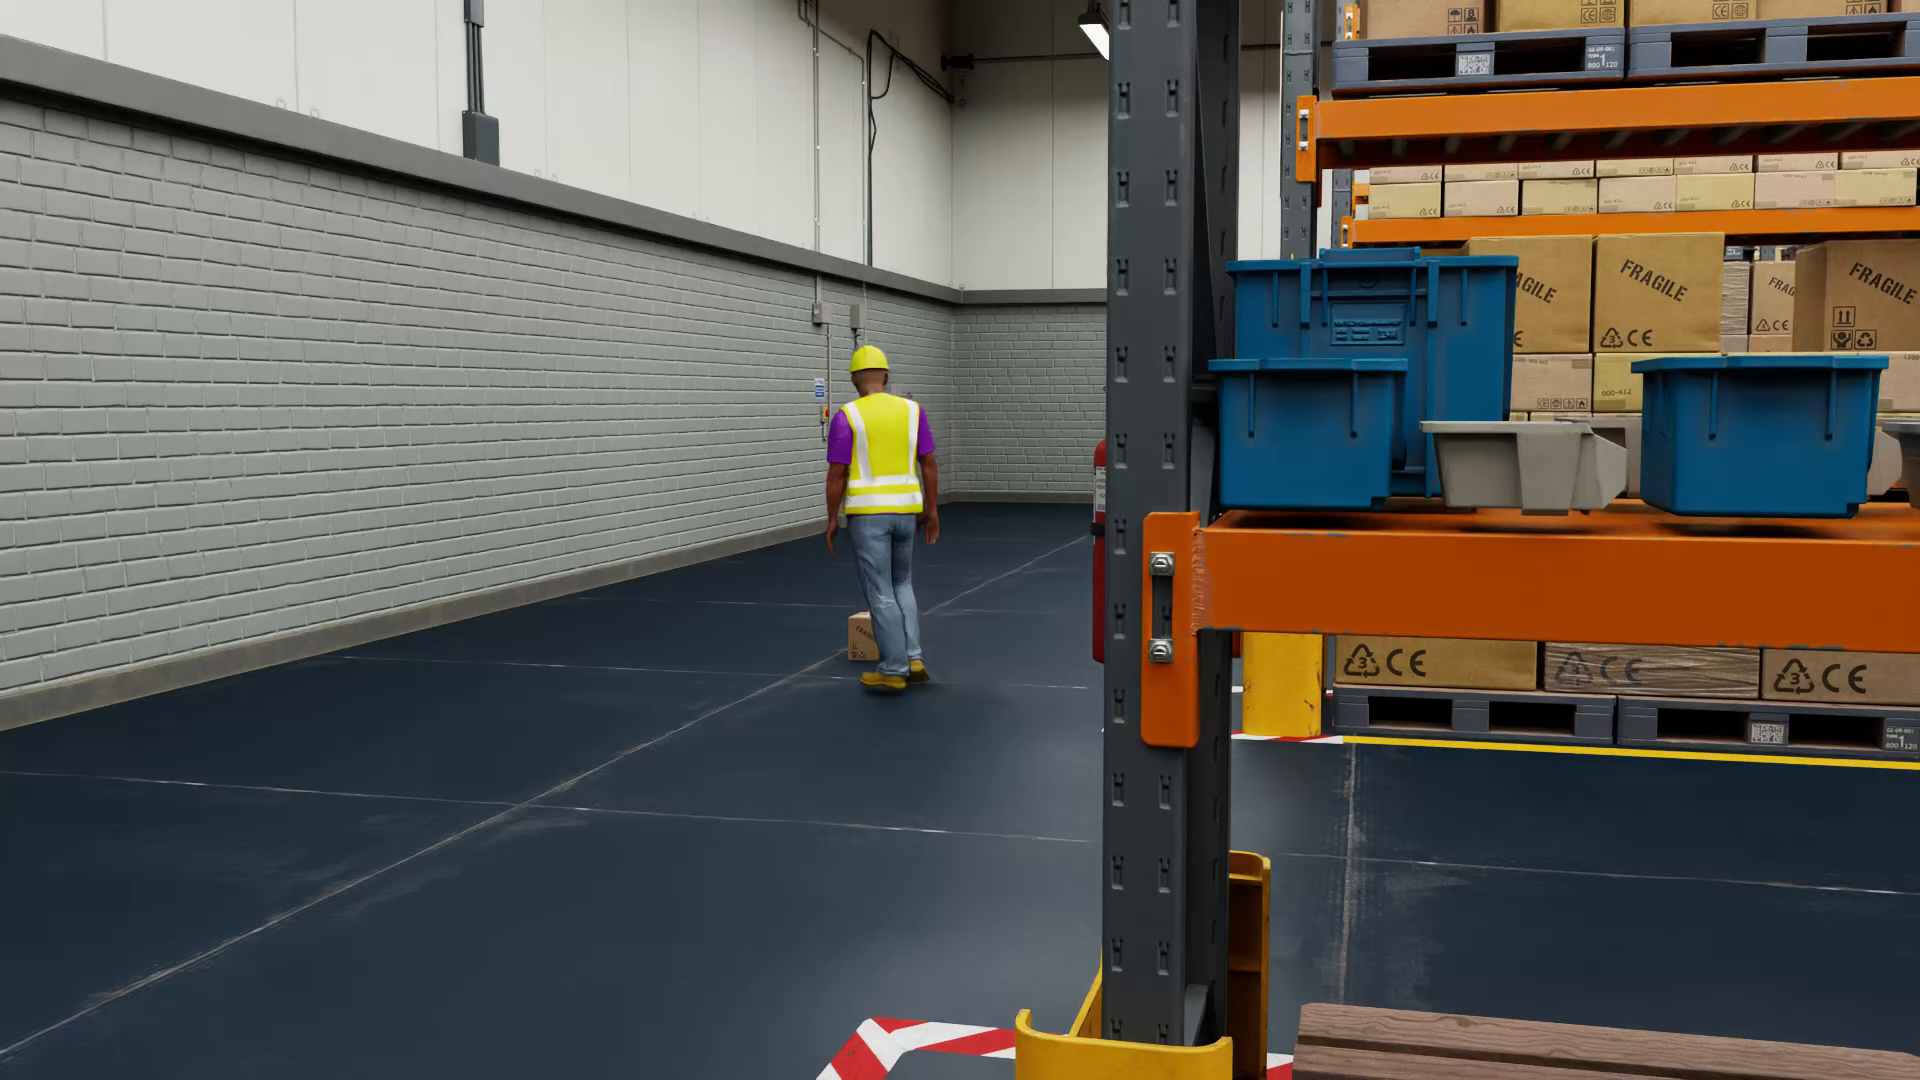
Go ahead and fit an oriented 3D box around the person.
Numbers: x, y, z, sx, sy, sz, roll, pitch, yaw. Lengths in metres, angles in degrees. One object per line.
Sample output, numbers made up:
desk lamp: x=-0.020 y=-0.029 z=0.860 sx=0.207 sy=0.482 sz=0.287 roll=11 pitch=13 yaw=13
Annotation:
person: x=-0.403 y=-0.114 z=8.594 sx=0.606 sy=1.777 sz=0.475 roll=-3 pitch=6 yaw=-35
